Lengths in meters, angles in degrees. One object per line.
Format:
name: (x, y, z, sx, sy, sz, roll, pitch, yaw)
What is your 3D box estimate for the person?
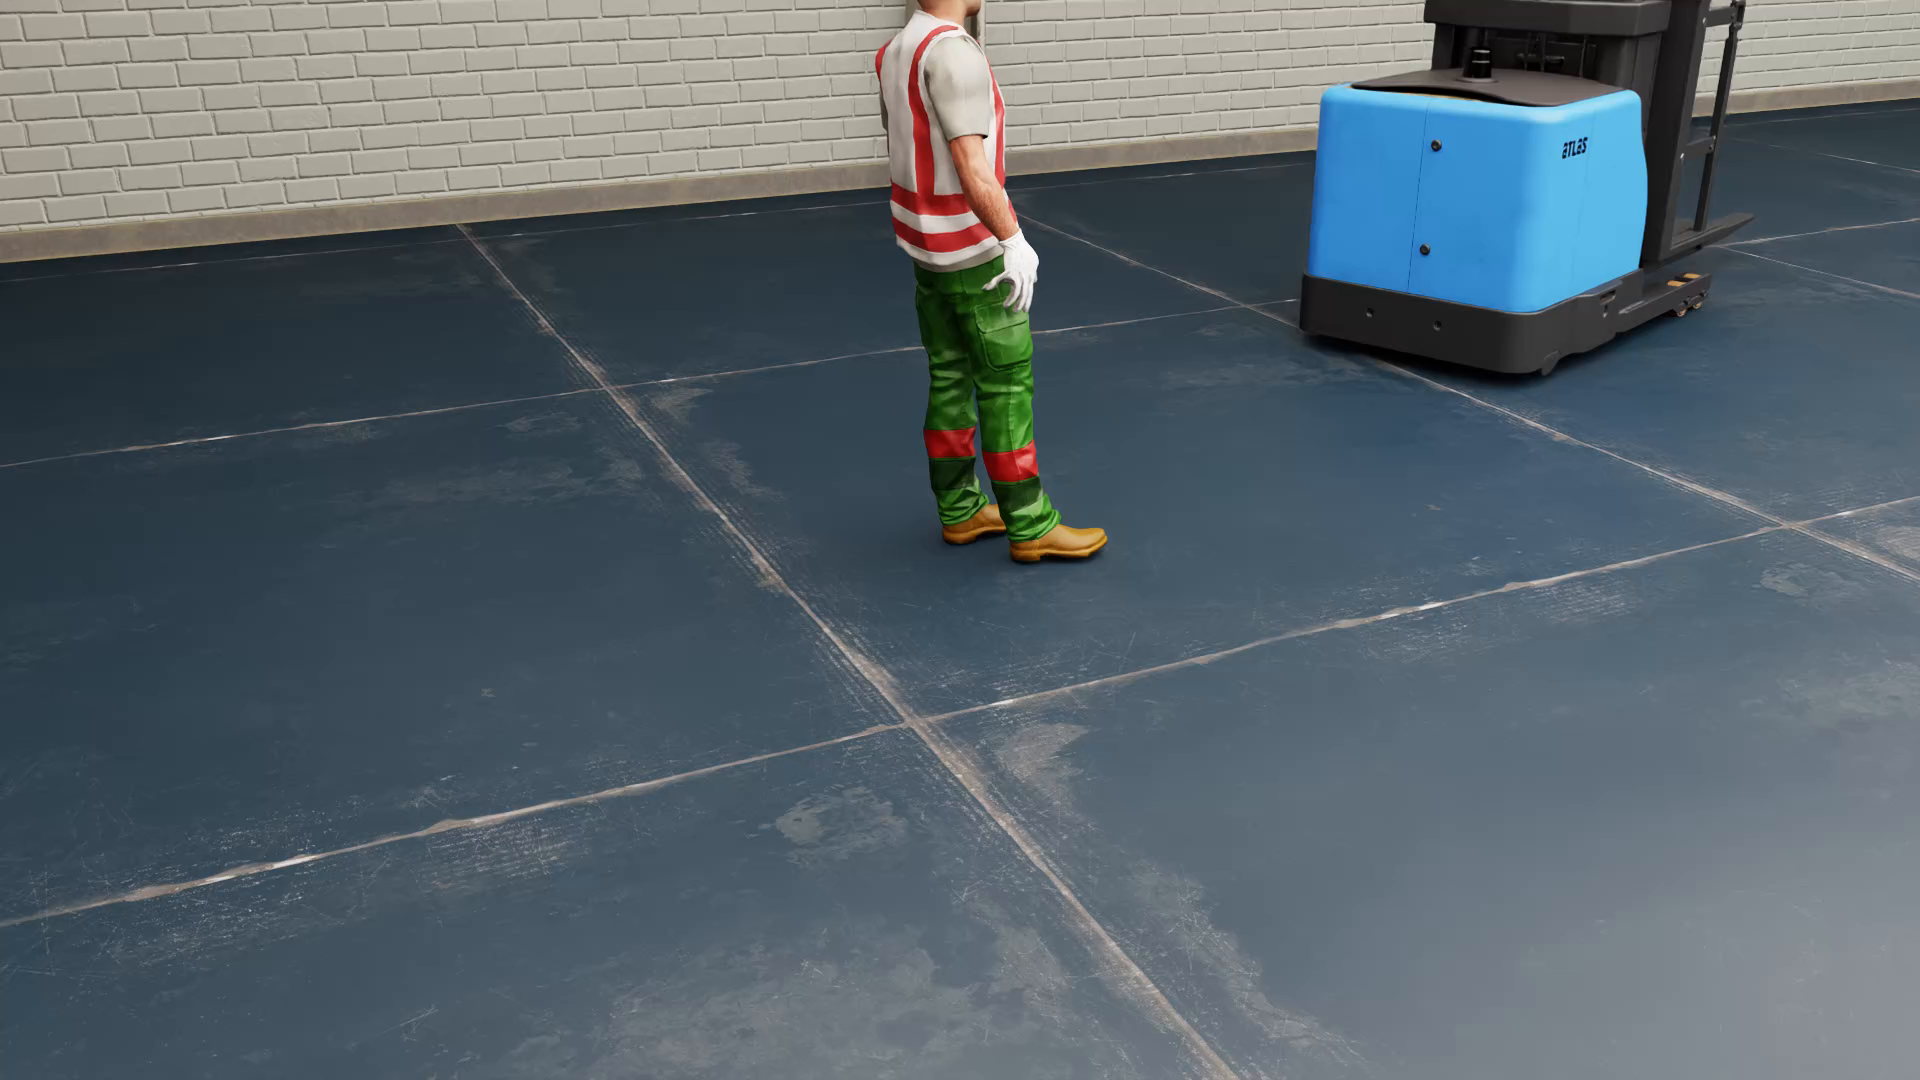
person: (0.078, -0.842, 4.782, 0.562, 1.790, 0.637, -10, 25, -23)

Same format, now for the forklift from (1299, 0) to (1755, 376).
forklift: (2.815, -2.480, 7.256, 1.130, 2.935, 3.031, 19, 29, 39)
